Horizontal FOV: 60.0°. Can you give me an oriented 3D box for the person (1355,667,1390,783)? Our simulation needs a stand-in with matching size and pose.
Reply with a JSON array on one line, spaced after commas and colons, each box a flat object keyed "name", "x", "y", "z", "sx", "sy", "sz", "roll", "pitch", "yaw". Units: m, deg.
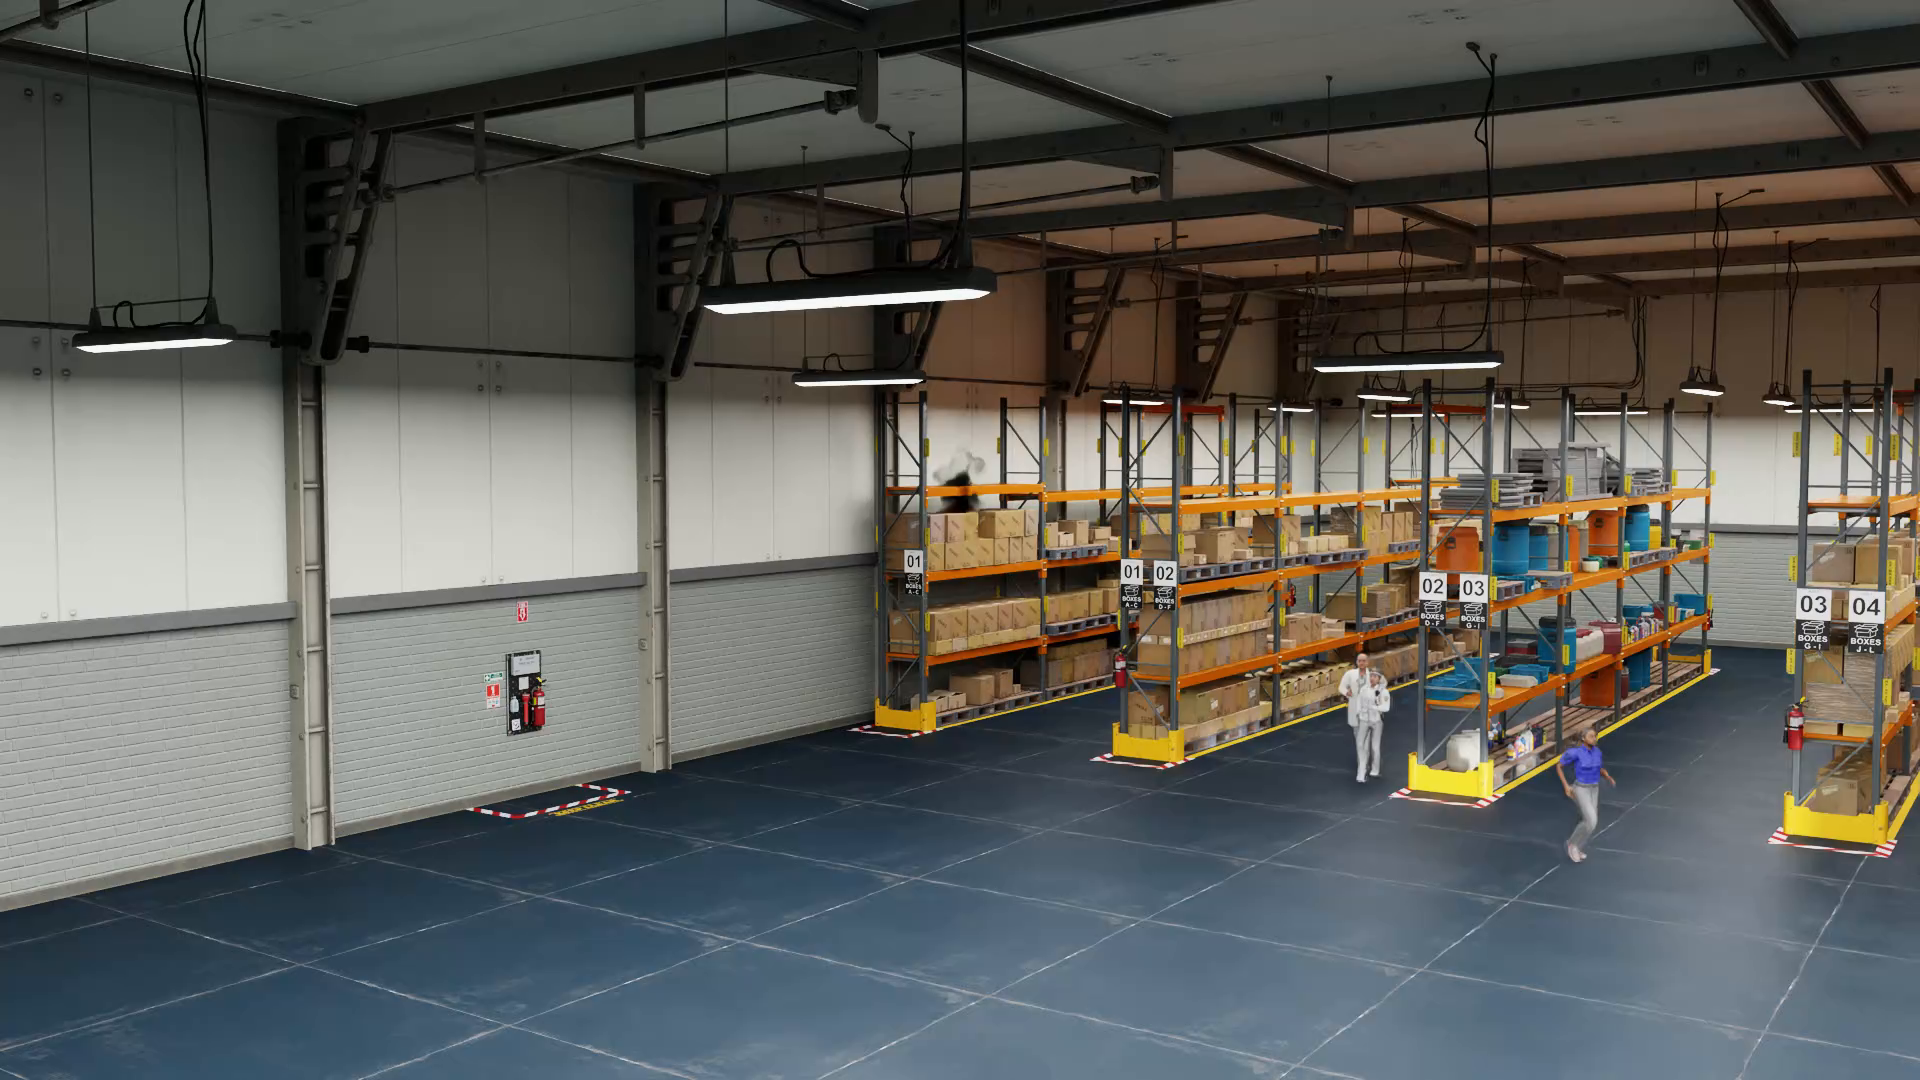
[{"name": "person", "x": 6.191, "y": 2.772, "z": 25.033, "sx": 0.573, "sy": 1.713, "sz": 0.645, "roll": 2, "pitch": 4, "yaw": 29}]

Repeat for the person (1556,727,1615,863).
[{"name": "person", "x": 7.575, "y": 3.070, "z": 20.055, "sx": 0.579, "sy": 1.638, "sz": 0.633, "roll": -2, "pitch": 4, "yaw": -27}]

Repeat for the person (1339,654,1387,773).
[{"name": "person", "x": 6.244, "y": 2.654, "z": 25.848, "sx": 0.711, "sy": 1.790, "sz": 1.057, "roll": 1, "pitch": 3, "yaw": 22}]
